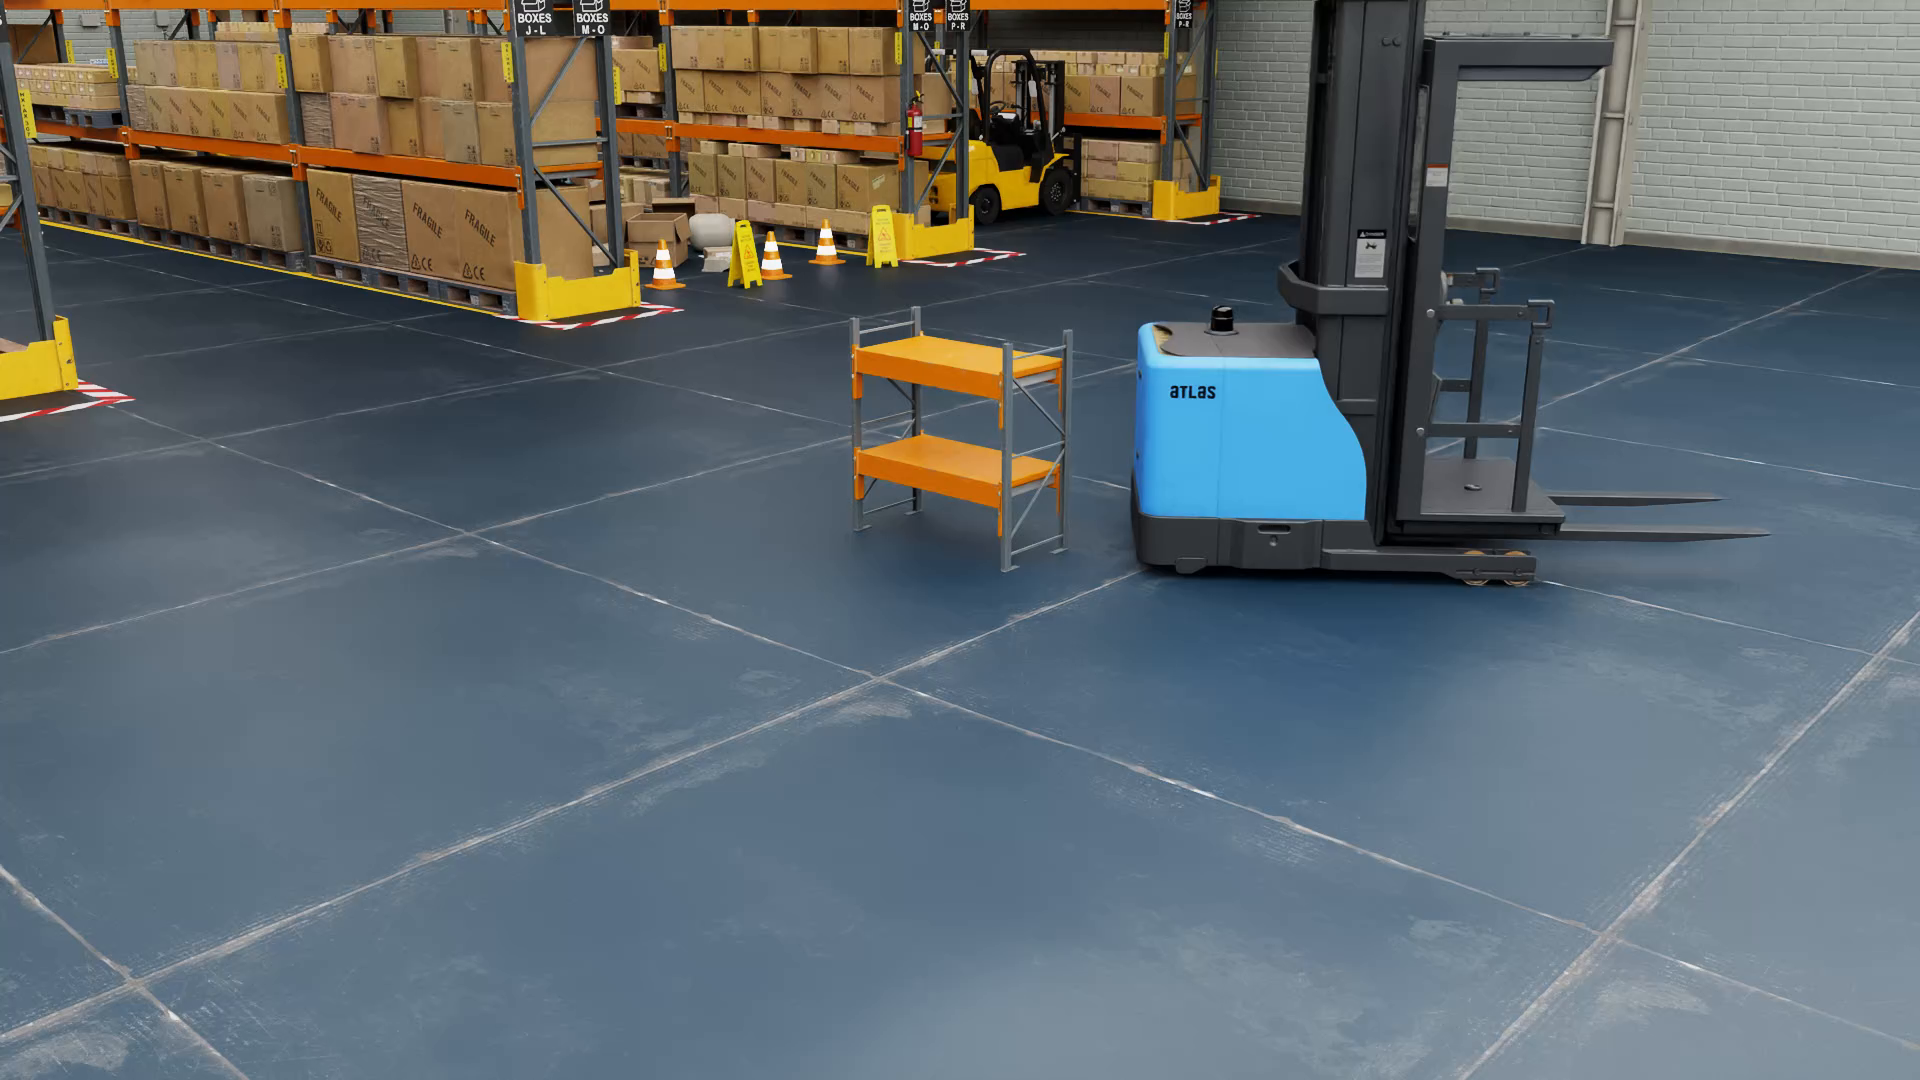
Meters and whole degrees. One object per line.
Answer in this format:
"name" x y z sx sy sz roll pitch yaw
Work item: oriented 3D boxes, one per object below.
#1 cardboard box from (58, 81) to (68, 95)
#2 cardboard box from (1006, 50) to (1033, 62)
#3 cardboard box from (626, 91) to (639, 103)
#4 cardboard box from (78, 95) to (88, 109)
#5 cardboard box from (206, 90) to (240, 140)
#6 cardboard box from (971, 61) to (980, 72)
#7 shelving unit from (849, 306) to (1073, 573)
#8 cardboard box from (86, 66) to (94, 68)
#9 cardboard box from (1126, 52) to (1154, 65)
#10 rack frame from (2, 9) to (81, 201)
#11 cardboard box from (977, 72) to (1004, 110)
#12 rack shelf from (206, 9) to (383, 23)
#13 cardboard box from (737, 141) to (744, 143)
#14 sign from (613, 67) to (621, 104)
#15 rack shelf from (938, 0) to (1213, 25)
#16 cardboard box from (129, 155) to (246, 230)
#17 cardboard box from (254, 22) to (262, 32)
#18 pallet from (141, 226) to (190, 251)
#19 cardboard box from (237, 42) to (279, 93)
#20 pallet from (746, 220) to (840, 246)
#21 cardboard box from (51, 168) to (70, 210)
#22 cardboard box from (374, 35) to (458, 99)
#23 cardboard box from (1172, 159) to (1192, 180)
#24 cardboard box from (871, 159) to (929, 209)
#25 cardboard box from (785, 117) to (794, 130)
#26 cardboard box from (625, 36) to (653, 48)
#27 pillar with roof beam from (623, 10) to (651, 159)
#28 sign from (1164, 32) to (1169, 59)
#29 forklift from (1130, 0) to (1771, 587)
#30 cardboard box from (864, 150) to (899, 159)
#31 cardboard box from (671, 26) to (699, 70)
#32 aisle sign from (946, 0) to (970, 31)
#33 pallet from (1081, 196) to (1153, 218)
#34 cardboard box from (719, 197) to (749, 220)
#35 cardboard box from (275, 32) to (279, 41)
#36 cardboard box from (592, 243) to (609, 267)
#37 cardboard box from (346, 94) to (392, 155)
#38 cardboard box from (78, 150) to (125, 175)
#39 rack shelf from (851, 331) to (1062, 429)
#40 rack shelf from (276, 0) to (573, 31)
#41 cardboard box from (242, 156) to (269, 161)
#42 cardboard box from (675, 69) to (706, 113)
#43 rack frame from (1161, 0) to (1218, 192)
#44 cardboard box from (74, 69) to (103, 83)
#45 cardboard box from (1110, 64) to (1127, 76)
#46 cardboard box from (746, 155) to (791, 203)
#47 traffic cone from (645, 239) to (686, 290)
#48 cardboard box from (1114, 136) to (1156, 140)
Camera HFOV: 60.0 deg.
"cardboard box" -10.725 -5.507 20.235 0.250 0.149 0.380 15 23 39
"cardboard box" 0.857 -6.759 23.221 0.250 0.149 0.380 15 23 38
"cardboard box" -4.019 -5.648 21.171 0.250 0.149 0.380 14 22 38
"cardboard box" -10.325 -5.259 19.944 0.250 0.149 0.380 15 23 39
"cardboard box" -7.799 -4.625 18.059 0.500 0.500 0.500 15 23 40
"cardboard box" 0.286 -6.775 23.764 0.250 0.149 0.380 16 23 41
"shelving unit" -0.005 -0.538 8.446 1.048 1.125 0.538 15 23 39
"cardboard box" -10.852 -5.948 21.132 0.250 0.149 0.380 15 23 39
"cardboard box" 2.406 -6.356 21.951 0.250 0.149 0.380 15 23 39
"rack frame" -12.459 -5.936 22.357 0.127 3.000 1.000 15 23 39
"cardboard box" 0.586 -6.392 23.630 0.500 0.500 0.500 16 23 40
"rack shelf" -10.744 -8.565 26.870 4.000 0.370 1.077 15 23 39
"cardboard box" -3.424 -6.442 27.389 0.500 0.500 0.500 16 24 41
"sign" -3.110 -4.101 15.014 0.005 0.325 0.100 15 23 39
"rack shelf" 1.523 -7.279 22.819 4.000 0.370 1.077 15 23 39
"cardboard box" -9.071 -4.118 19.654 0.750 0.750 1.050 15 23 39
"cardboard box" -11.198 -8.315 26.963 0.250 0.149 0.380 15 23 40
"pallet" -8.927 -3.628 19.696 1.213 0.211 1.003 15 23 39
"cardboard box" -7.236 -5.055 17.763 0.500 0.500 0.700 15 23 38
"pallet" -1.822 -3.769 20.139 1.213 0.211 1.003 15 23 39
"cardboard box" -11.284 -4.528 21.360 0.500 0.500 0.500 16 23 40
"cardboard box" -5.019 -4.506 15.817 0.500 0.550 0.875 15 23 39
"cardboard box" 2.805 -5.060 22.621 0.500 0.250 0.500 16 23 40
"cardboard box" -0.711 -4.143 19.319 0.500 0.500 0.500 14 22 37
"cardboard box" -1.825 -4.885 19.461 0.250 0.149 0.380 15 23 39
"cardboard box" -4.263 -6.538 21.830 0.250 0.149 0.380 17 24 42
"pillar with roof beam" -8.737 -10.429 26.597 0.400 9.000 9.100 15 23 39
"sign" 2.648 -6.335 21.310 0.005 0.325 0.100 15 23 39
"forklift" 2.398 -1.341 7.992 3.031 2.935 1.130 1 18 3
"cardboard box" -0.946 -5.922 25.544 0.625 0.625 0.875 15 23 39
"cardboard box" -3.080 -5.999 20.244 0.500 0.500 0.700 15 23 39
"aisle sign" -0.021 -5.964 18.146 0.004 0.787 0.394 15 23 39
"pallet" 2.419 -4.606 22.775 1.213 0.211 1.003 15 23 39
"cardboard box" -2.596 -4.075 20.345 0.500 0.250 0.500 17 24 42
"cardboard box" -10.546 -7.836 26.527 0.500 0.500 0.500 15 23 40
"cardboard box" -3.967 -3.098 17.935 0.396 0.266 0.258 -13 22 -36
"cardboard box" -5.439 -4.089 16.291 0.550 0.550 0.875 15 23 39
"cardboard box" -10.537 -4.676 20.585 0.500 0.250 0.500 15 23 40
"rack shelf" -0.005 -0.816 8.357 1.000 0.278 0.538 15 23 39
"rack shelf" -4.979 -5.015 15.685 4.000 0.370 1.077 15 23 39
"cardboard box" -11.680 -6.748 28.458 0.875 0.438 0.875 14 22 37
"cardboard box" -3.121 -5.508 20.351 0.500 0.500 0.500 15 23 39
"rack frame" 3.019 -5.791 21.899 0.127 3.000 1.000 15 23 39
"cardboard box" -10.324 -5.542 19.855 0.250 0.149 0.380 15 23 39
"cardboard box" 2.209 -6.264 22.153 0.250 0.149 0.380 16 23 40
"cardboard box" -2.208 -4.328 19.902 0.500 0.500 0.500 17 24 42
"traffic cone" -2.938 -2.745 16.497 0.334 0.463 0.336 15 23 39
"cardboard box" 2.409 -5.396 22.852 0.500 0.250 0.500 15 23 39
